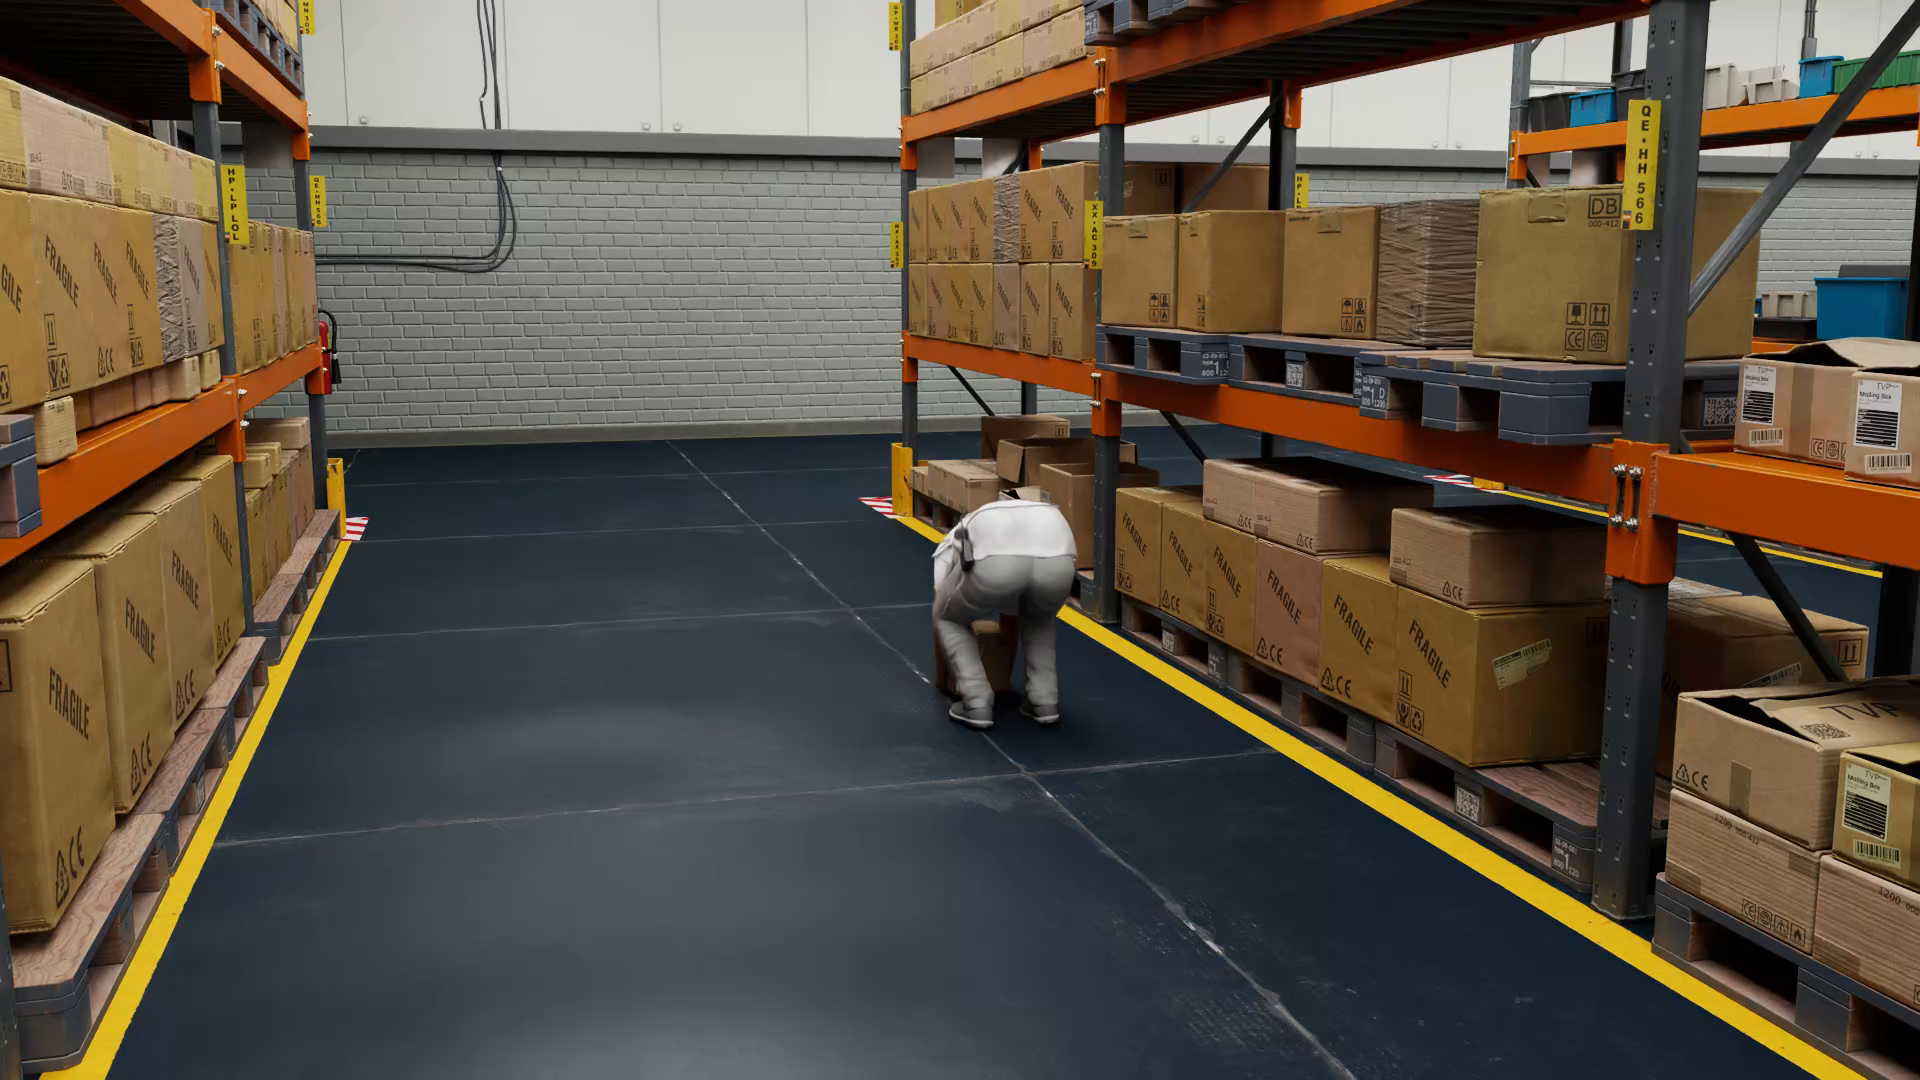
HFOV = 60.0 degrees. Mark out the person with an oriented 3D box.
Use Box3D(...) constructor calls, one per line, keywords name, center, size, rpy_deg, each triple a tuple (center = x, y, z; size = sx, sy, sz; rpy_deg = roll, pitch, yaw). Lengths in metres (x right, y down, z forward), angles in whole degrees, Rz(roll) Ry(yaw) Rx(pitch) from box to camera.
Box3D(name="person", center=(0.136, 0.259, 6.699), size=(0.519, 0.886, 0.936), rpy_deg=(-3, 10, -18))
